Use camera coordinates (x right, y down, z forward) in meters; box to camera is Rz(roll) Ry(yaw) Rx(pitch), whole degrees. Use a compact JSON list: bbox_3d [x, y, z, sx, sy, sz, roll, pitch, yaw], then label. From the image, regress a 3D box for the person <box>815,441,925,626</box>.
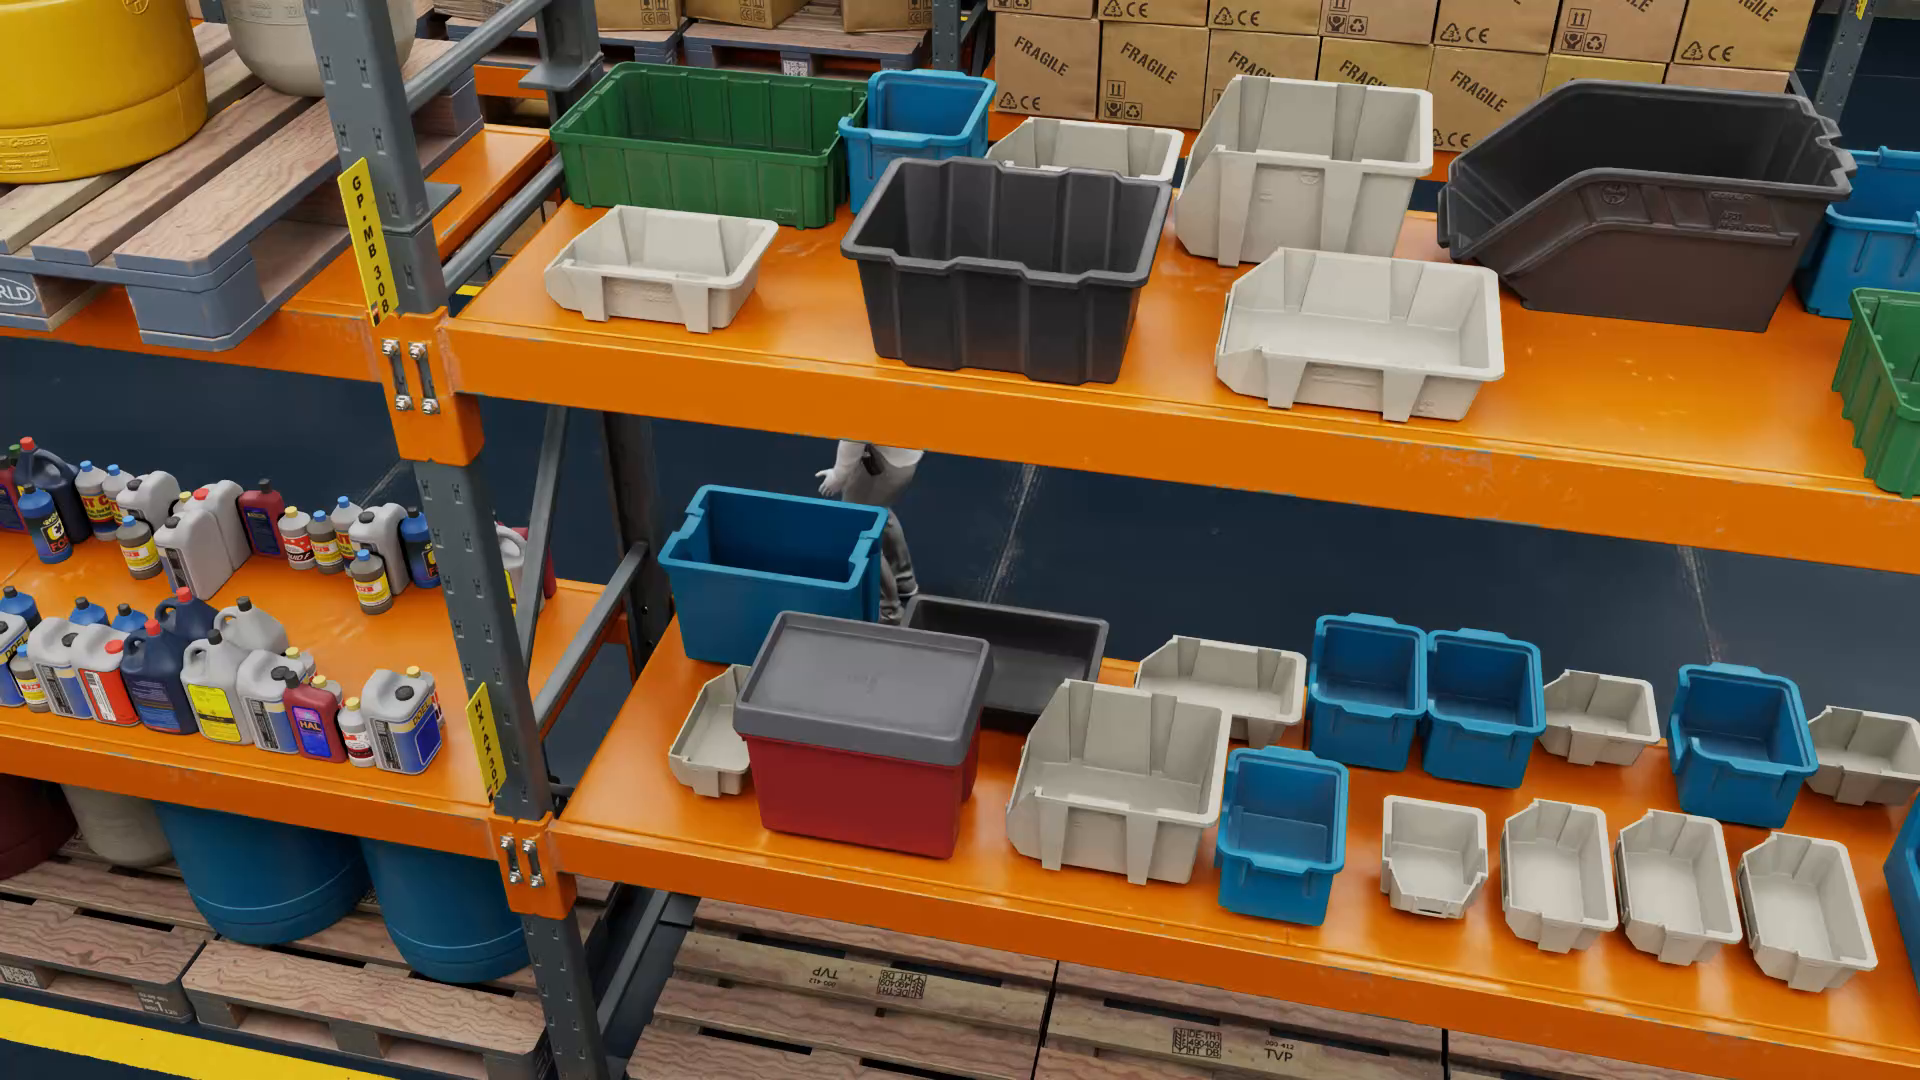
[{"bbox_3d":[-0.357,-0.339,6.645,0.446,1.627,0.500,8,38,11],"label":"person"}]
